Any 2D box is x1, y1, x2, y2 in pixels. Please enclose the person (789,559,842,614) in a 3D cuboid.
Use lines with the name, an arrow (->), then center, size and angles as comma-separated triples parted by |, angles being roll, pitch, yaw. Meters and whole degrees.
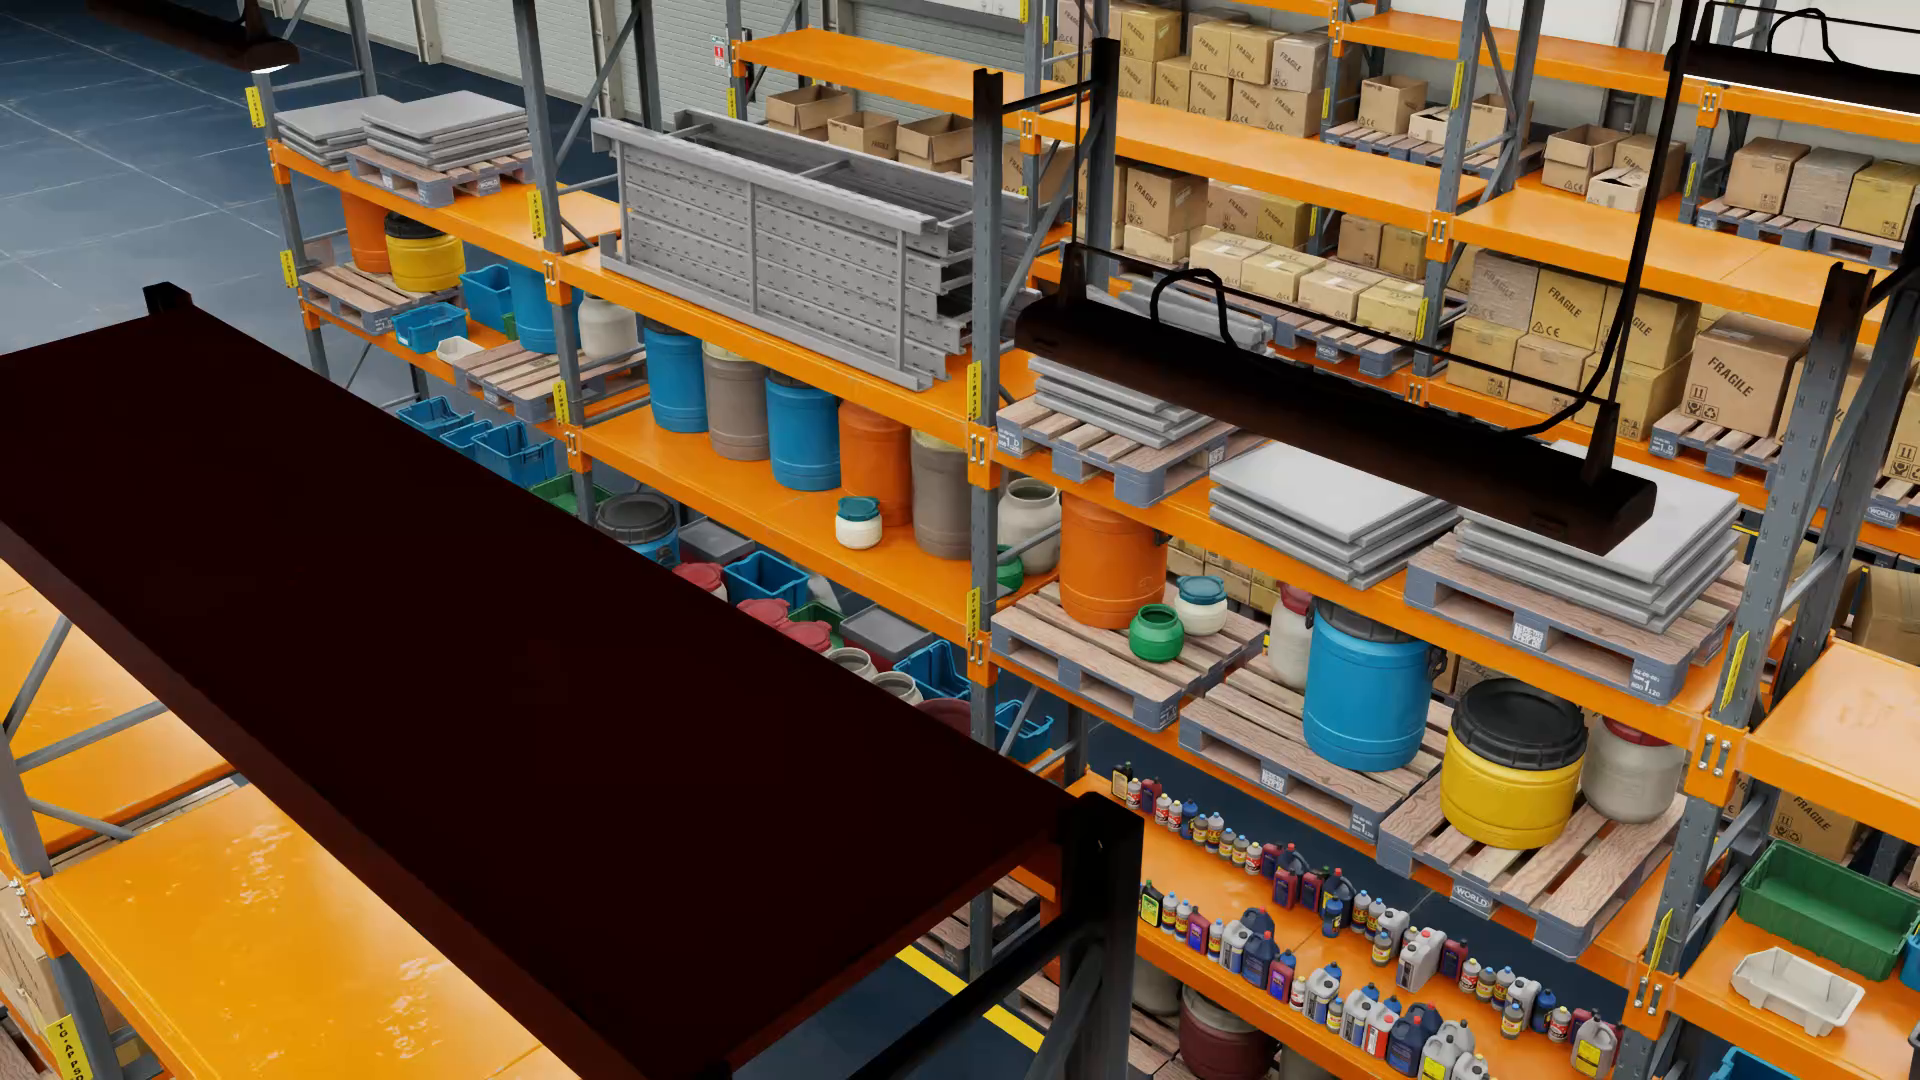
person -> -1.442, -0.103, 14.629 | 0.991, 1.709, 0.576 | 13, 32, 22
